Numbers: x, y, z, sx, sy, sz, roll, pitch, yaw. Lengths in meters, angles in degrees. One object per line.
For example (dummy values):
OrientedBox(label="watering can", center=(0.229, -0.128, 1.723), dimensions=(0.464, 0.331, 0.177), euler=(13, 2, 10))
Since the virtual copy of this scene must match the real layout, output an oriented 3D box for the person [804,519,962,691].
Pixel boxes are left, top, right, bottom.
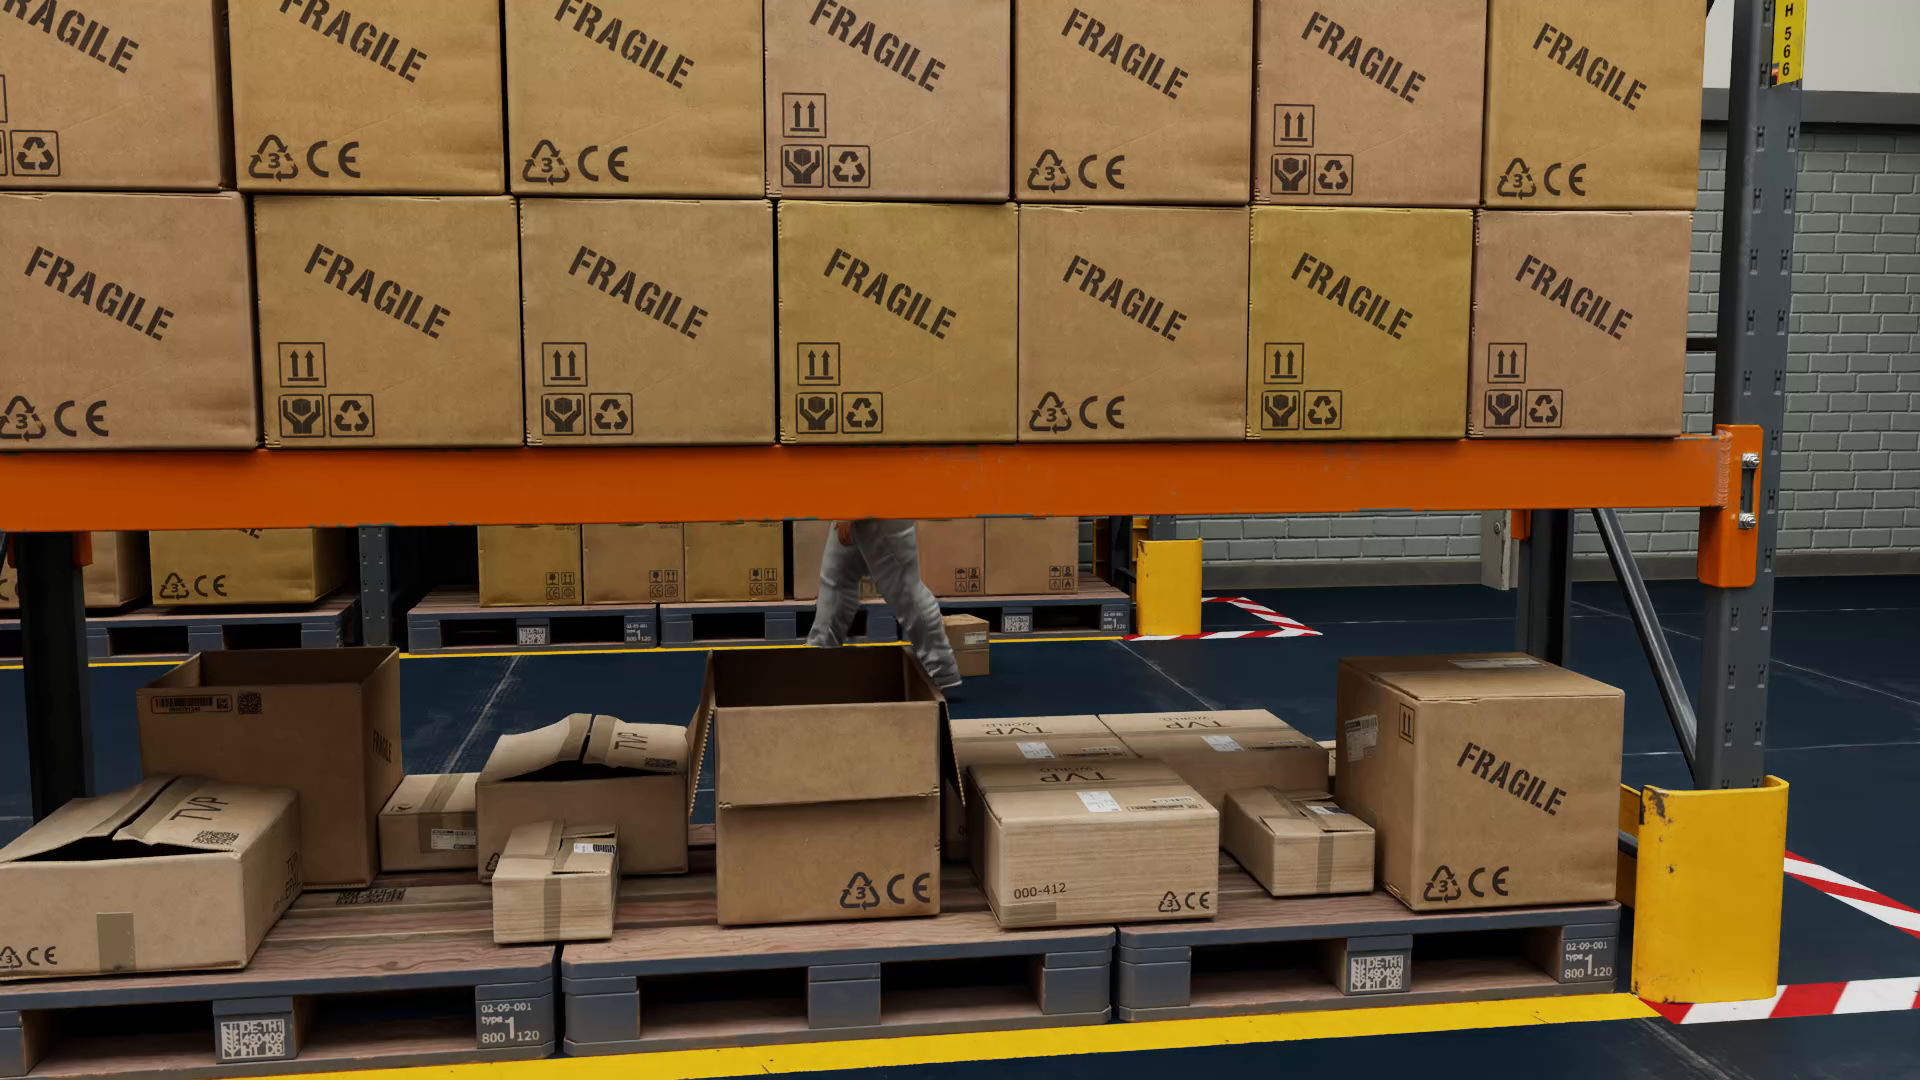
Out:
OrientedBox(label="person", center=(-0.409, -0.151, 7.086), dimensions=(0.822, 1.639, 0.572), euler=(0, 7, -4))
